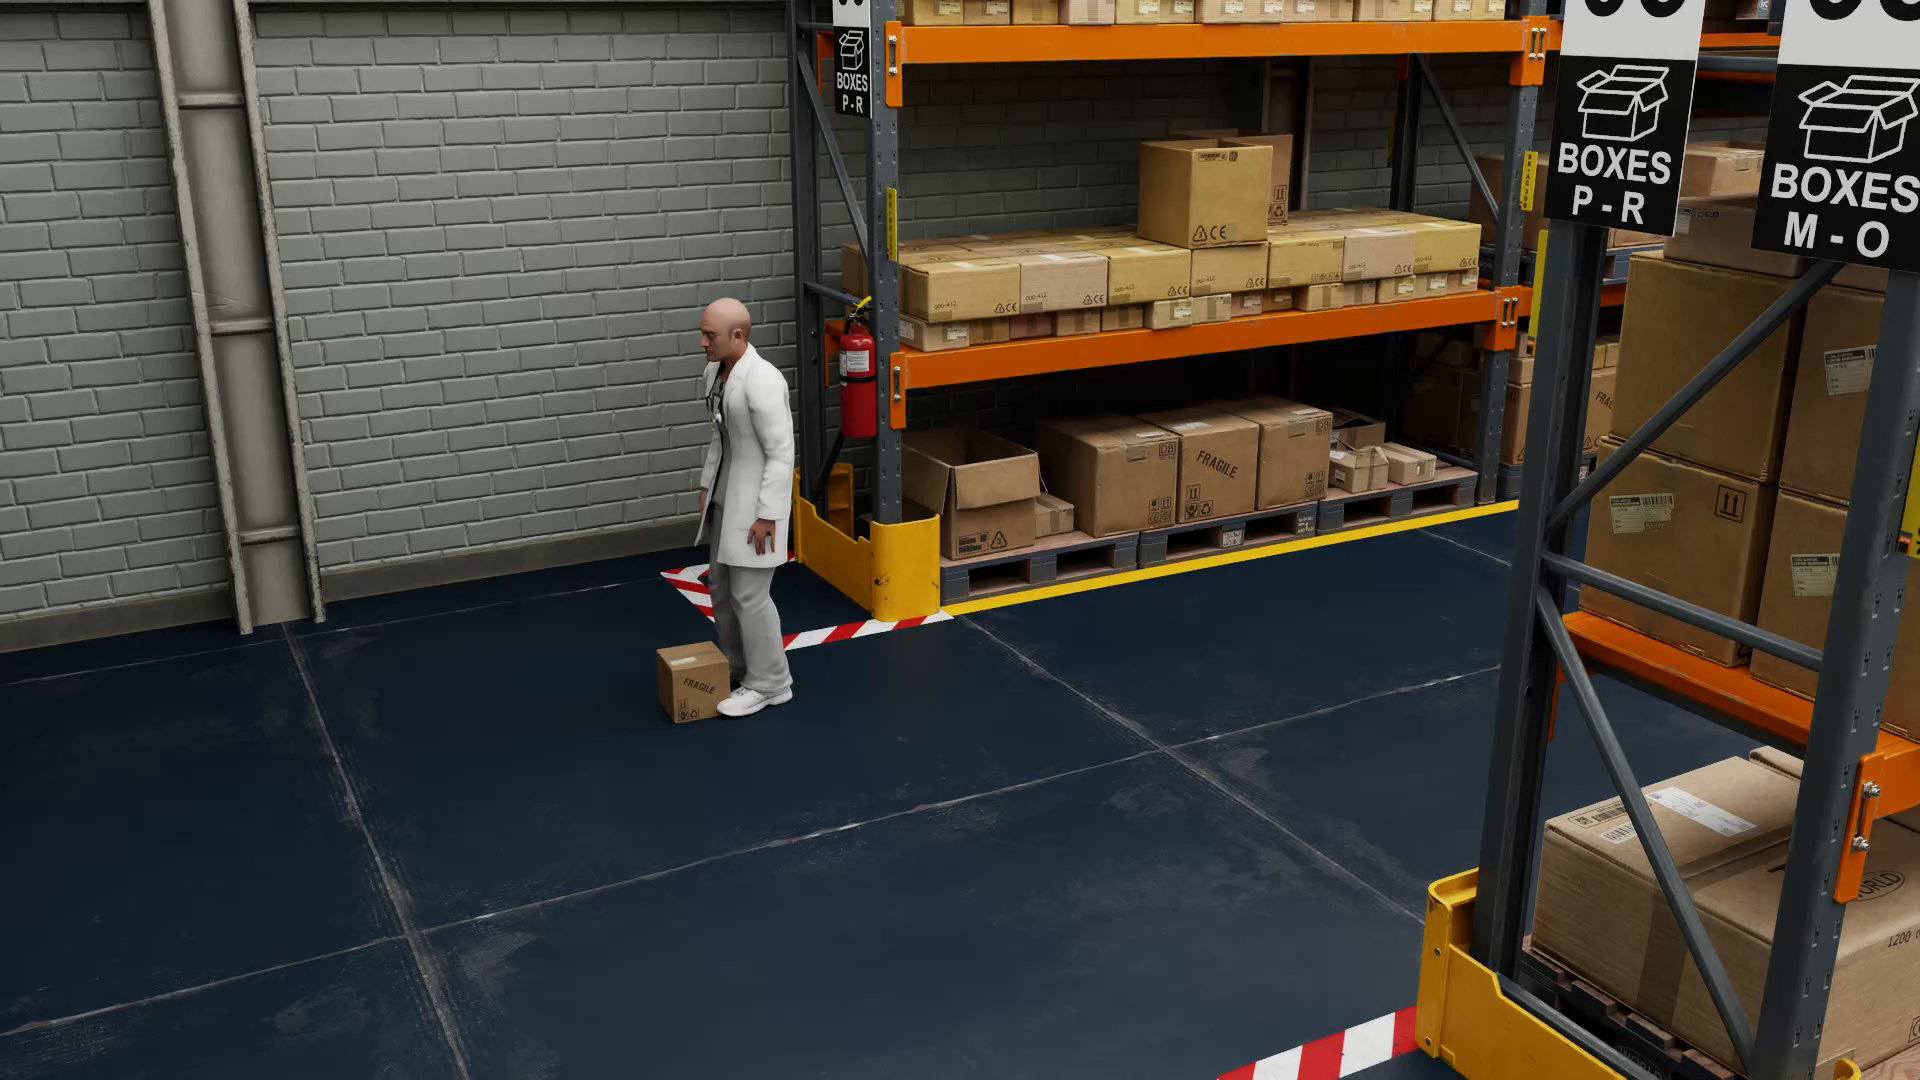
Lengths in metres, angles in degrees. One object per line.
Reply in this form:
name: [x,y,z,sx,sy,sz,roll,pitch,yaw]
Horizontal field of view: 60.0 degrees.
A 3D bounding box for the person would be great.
person: [-0.922,-0.148,7.036,0.429,1.772,0.648,-11,21,-30]
